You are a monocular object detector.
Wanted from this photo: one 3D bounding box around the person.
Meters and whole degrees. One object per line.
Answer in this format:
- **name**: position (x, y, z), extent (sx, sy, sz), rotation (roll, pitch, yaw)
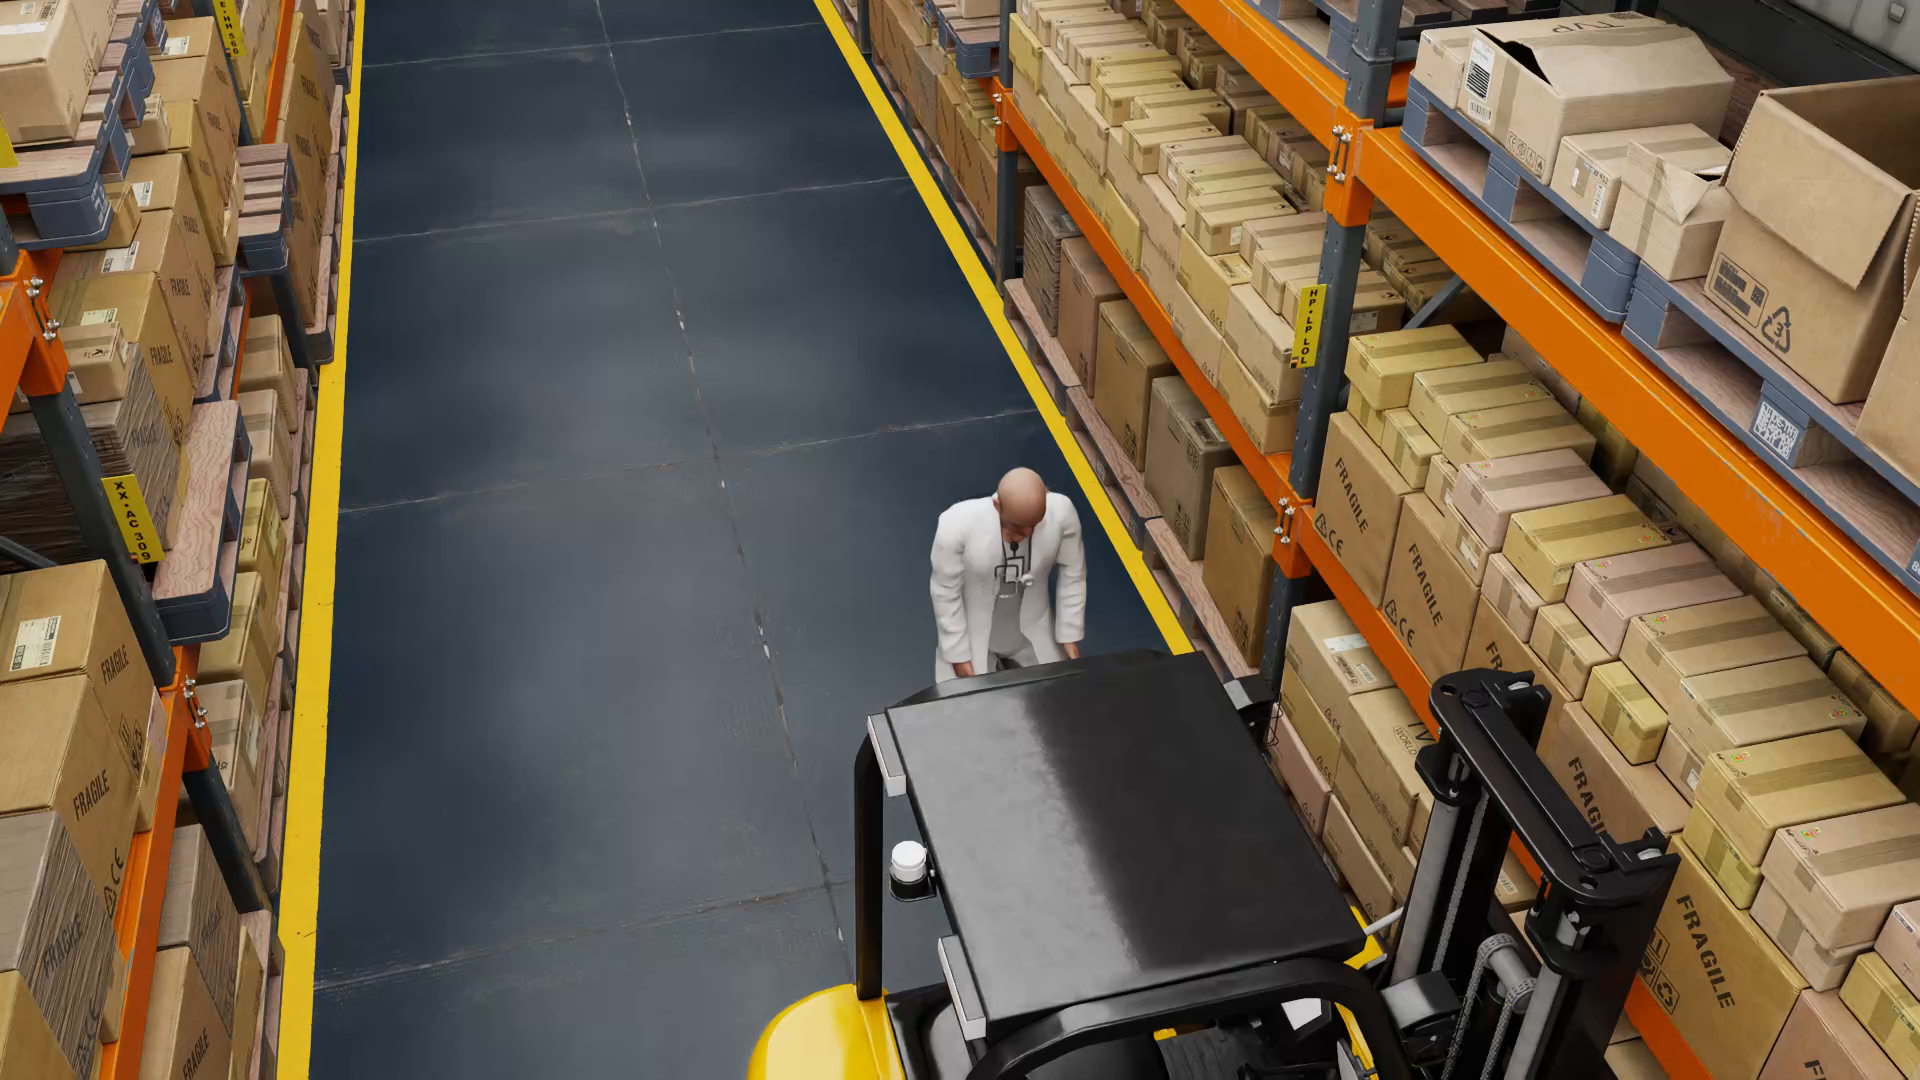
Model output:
- **person**: position (0.182, 0.379, 6.316), extent (0.599, 1.693, 0.459), rotation (-8, 38, -11)
